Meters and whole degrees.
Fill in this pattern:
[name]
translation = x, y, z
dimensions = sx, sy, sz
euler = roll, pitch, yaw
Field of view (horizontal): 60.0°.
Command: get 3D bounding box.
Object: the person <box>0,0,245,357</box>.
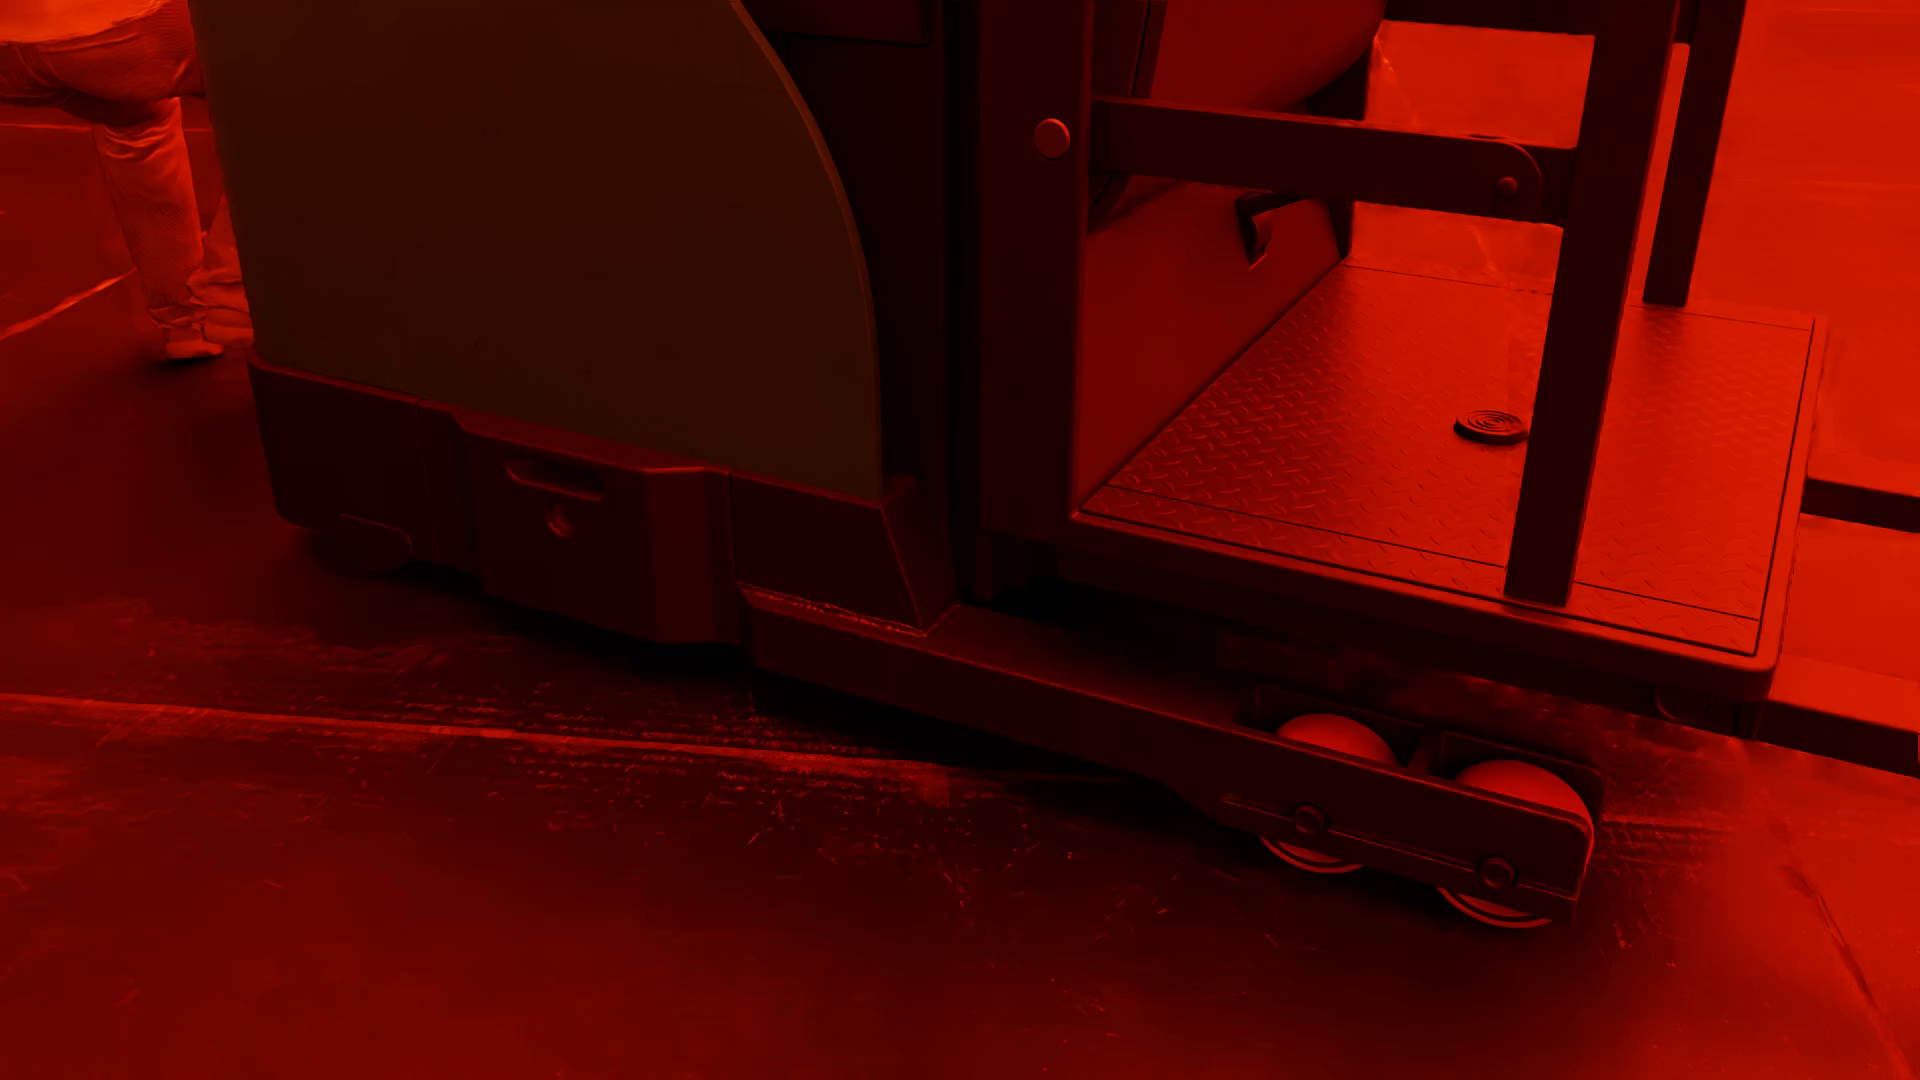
[person]
translation = -1.338, -0.961, 2.710
dimensions = 1.029, 1.602, 0.784
euler = 6, 27, 12

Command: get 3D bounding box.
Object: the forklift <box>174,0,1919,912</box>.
[forklift]
translation = 0.554, -1.198, 1.617
dimensions = 3.031, 2.935, 1.130
euler = 12, 29, 22
